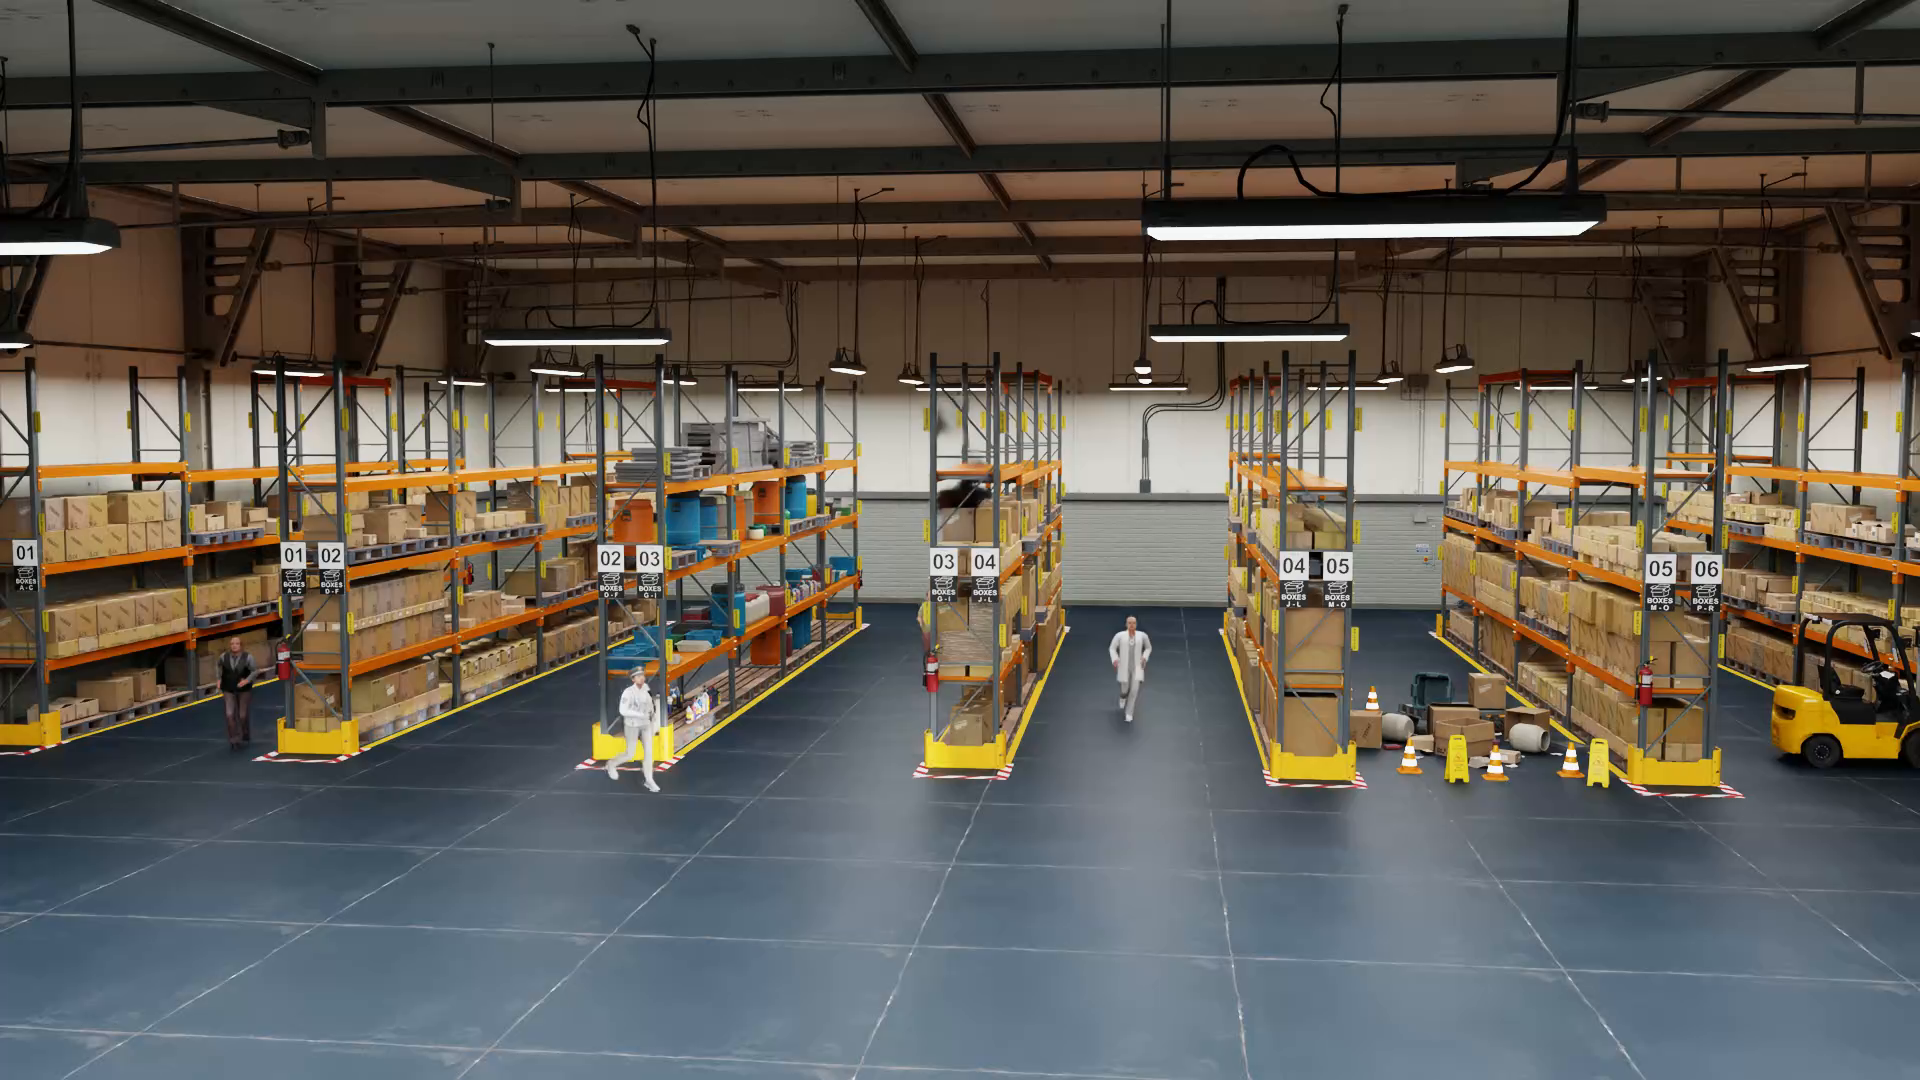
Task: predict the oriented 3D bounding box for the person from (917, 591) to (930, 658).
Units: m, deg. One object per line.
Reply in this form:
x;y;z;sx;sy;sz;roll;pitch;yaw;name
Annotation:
-0.574;1.831;33.217;0.566;1.647;0.875;0;4;2;person

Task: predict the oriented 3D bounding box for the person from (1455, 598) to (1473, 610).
12.138;1.296;39.895;0.957;1.752;0.759;2;5;31;person

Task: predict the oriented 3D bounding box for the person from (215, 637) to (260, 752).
-11.118;2.368;25.591;0.672;1.781;0.823;-1;4;-14;person

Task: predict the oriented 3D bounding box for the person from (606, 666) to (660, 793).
-4.434;2.554;22.752;0.920;1.710;0.624;4;5;41;person

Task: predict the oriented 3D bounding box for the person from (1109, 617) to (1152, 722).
2.887;2.162;28.087;0.726;1.743;0.771;0;4;2;person
